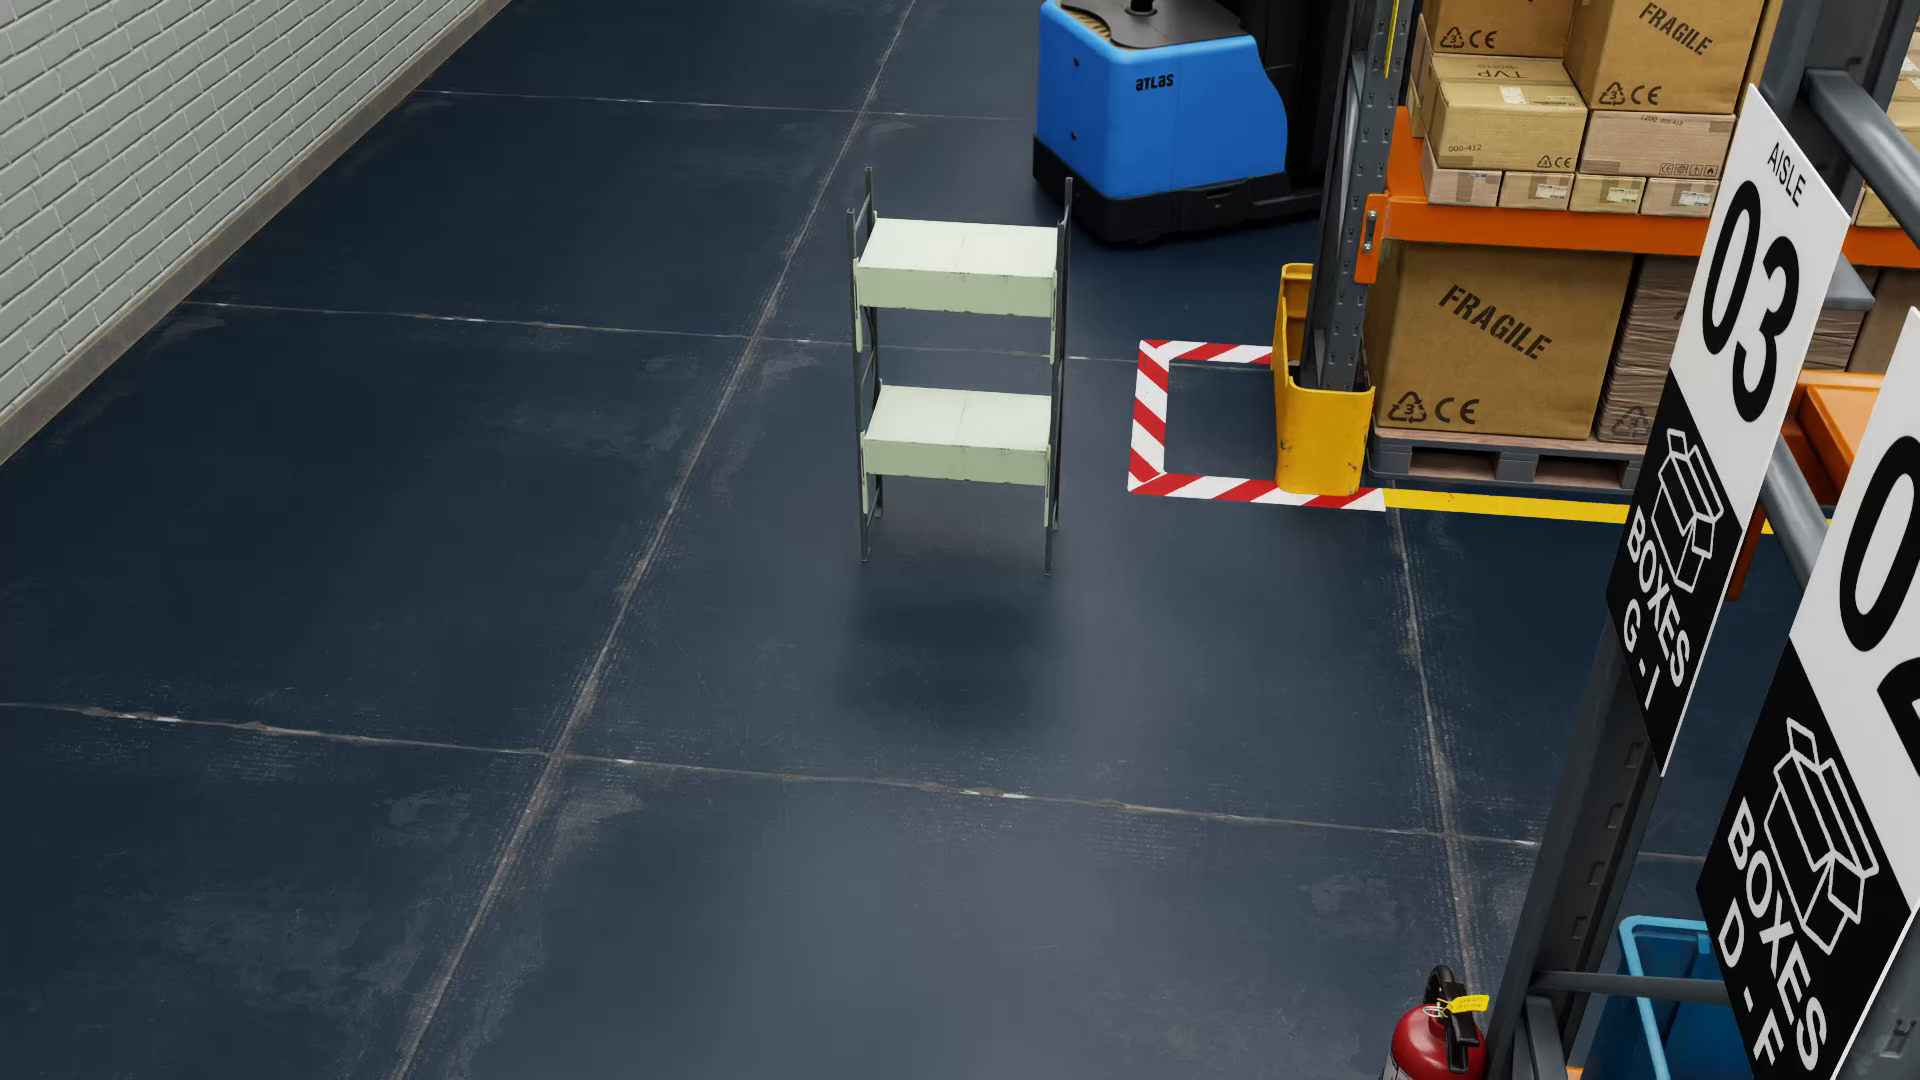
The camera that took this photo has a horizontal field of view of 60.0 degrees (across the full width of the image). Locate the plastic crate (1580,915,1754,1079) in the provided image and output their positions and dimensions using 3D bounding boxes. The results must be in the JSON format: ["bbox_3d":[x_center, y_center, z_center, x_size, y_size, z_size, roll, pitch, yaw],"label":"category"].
[{"bbox_3d":[1.333,0.986,2.704,0.499,0.435,0.616,4,36,6],"label":"plastic crate"}]

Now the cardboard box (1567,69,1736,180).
[{"bbox_3d":[2.566,-1.580,6.255,0.500,0.250,0.500,4,36,5],"label":"cardboard box"}]

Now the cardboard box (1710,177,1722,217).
[{"bbox_3d":[2.938,-1.352,6.279,0.250,0.149,0.380,4,36,5],"label":"cardboard box"}]

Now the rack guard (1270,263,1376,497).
[{"bbox_3d":[1.584,-0.730,7.343,0.348,0.500,1.175,4,36,6],"label":"rack guard"}]

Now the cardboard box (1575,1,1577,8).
[{"bbox_3d":[3.869,-3.574,10.757,0.250,0.149,0.380,6,36,8],"label":"cardboard box"}]

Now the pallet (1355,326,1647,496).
[{"bbox_3d":[2.411,-0.597,7.405,1.213,0.211,1.003,4,36,6],"label":"pallet"}]

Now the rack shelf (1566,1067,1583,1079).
[{"bbox_3d":[2.961,1.549,2.617,4.000,0.370,1.077,4,36,6],"label":"rack shelf"}]

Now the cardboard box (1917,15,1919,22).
[{"bbox_3d":[5.921,-3.429,10.554,0.250,0.149,0.380,5,36,7],"label":"cardboard box"}]

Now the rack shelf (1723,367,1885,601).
[{"bbox_3d":[2.961,0.328,1.746,4.000,0.370,1.077,4,36,6],"label":"rack shelf"}]

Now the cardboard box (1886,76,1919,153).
[{"bbox_3d":[3.582,-1.505,6.150,0.500,0.250,0.500,4,36,5],"label":"cardboard box"}]

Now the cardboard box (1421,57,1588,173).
[{"bbox_3d":[2.050,-1.615,6.304,0.500,0.250,0.500,3,36,5],"label":"cardboard box"}]

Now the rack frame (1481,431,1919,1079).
[{"bbox_3d":[0.977,1.108,2.616,0.127,3.000,1.000,4,36,6],"label":"rack frame"}]

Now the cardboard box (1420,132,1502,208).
[{"bbox_3d":[1.918,-1.427,6.384,0.250,0.149,0.380,5,36,6],"label":"cardboard box"}]

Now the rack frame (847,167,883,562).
[{"bbox_3d":[-0.356,-0.637,6.352,0.023,1.500,0.400,4,36,6],"label":"rack frame"}]

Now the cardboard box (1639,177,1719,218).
[{"bbox_3d":[2.686,-1.372,6.306,0.250,0.149,0.380,4,36,5],"label":"cardboard box"}]

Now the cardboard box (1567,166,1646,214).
[{"bbox_3d":[2.427,-1.390,6.332,0.250,0.149,0.380,3,36,5],"label":"cardboard box"}]

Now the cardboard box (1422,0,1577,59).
[{"bbox_3d":[2.125,-2.227,6.515,0.500,0.500,0.500,5,36,7],"label":"cardboard box"}]

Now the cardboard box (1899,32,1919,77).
[{"bbox_3d":[3.648,-1.812,6.579,0.500,0.250,0.500,4,36,6],"label":"cardboard box"}]

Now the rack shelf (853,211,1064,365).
[{"bbox_3d":[0.007,-0.928,6.087,0.720,0.370,0.431,4,36,6],"label":"rack shelf"}]

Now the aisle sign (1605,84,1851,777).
[{"bbox_3d":[0.943,-0.124,2.104,0.004,0.787,0.394,4,36,6],"label":"aisle sign"}]

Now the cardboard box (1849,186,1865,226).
[{"bbox_3d":[3.194,-1.334,6.253,0.250,0.149,0.380,4,36,5],"label":"cardboard box"}]

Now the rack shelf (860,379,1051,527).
[{"bbox_3d":[0.007,-0.345,6.503,0.720,0.370,0.431,4,36,6],"label":"rack shelf"}]

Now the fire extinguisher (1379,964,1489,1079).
[{"bbox_3d":[0.885,1.018,3.129,0.183,0.674,0.296,4,36,6],"label":"fire extinguisher"}]

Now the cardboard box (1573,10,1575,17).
[{"bbox_3d":[3.861,-3.475,10.873,0.250,0.149,0.380,3,36,4],"label":"cardboard box"}]

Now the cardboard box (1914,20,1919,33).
[{"bbox_3d":[5.955,-3.272,10.589,0.250,0.149,0.380,5,36,7],"label":"cardboard box"}]

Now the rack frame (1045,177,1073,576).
[{"bbox_3d":[0.370,-0.583,6.276,0.023,1.500,0.400,4,36,6],"label":"rack frame"}]

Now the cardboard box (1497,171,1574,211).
[{"bbox_3d":[2.173,-1.409,6.359,0.250,0.149,0.380,4,36,5],"label":"cardboard box"}]

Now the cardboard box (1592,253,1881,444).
[{"bbox_3d":[3.156,-0.984,7.013,0.875,0.875,0.875,4,36,6],"label":"cardboard box"}]

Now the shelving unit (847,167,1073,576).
[{"bbox_3d":[0.007,-0.610,6.314,0.755,1.500,0.431,4,36,6],"label":"shelving unit"}]

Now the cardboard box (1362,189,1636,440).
[{"bbox_3d":[2.253,-1.051,7.108,0.875,0.875,0.875,4,36,6],"label":"cardboard box"}]

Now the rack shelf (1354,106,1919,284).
[{"bbox_3d":[3.592,-1.305,6.616,4.000,0.370,1.077,4,36,6],"label":"rack shelf"}]

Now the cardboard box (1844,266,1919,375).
[{"bbox_3d":[4.038,-0.918,6.921,0.875,0.875,0.875,4,36,6],"label":"cardboard box"}]

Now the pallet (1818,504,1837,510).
[{"bbox_3d":[3.618,-0.505,7.276,1.213,0.211,1.003,4,36,6],"label":"pallet"}]

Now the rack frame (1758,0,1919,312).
[{"bbox_3d":[0.977,-1.334,0.873,0.127,3.000,1.000,4,36,6],"label":"rack frame"}]

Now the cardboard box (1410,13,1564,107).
[{"bbox_3d":[2.123,-1.923,6.735,0.500,0.250,0.500,4,36,5],"label":"cardboard box"}]

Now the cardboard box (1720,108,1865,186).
[{"bbox_3d":[3.064,-1.541,6.200,0.500,0.250,0.500,3,36,4],"label":"cardboard box"}]

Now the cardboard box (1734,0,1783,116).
[{"bbox_3d":[3.060,-1.848,5.985,0.500,0.500,0.500,3,36,5],"label":"cardboard box"}]

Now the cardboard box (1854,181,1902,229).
[{"bbox_3d":[3.444,-1.314,6.226,0.250,0.149,0.380,3,36,5],"label":"cardboard box"}]

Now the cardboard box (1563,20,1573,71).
[{"bbox_3d":[2.626,-1.885,6.682,0.500,0.250,0.500,4,36,5],"label":"cardboard box"}]

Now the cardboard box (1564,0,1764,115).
[{"bbox_3d":[2.546,-1.883,6.034,0.500,0.500,0.500,3,36,5],"label":"cardboard box"}]

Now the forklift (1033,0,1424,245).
[{"bbox_3d":[1.988,-3.312,8.868,3.031,2.935,1.130,-13,38,-18],"label":"forklift"}]

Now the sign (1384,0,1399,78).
[{"bbox_3d":[1.531,-1.811,5.892,0.005,0.325,0.100,4,36,6],"label":"sign"}]

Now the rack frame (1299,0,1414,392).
[{"bbox_3d":[1.608,-1.746,6.614,0.127,3.000,1.000,4,36,6],"label":"rack frame"}]

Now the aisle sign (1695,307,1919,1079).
[{"bbox_3d":[0.868,0.216,1.628,0.004,0.787,0.394,4,36,6],"label":"aisle sign"}]

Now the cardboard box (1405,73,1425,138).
[{"bbox_3d":[2.003,-1.807,6.916,0.250,0.149,0.380,5,36,7],"label":"cardboard box"}]
